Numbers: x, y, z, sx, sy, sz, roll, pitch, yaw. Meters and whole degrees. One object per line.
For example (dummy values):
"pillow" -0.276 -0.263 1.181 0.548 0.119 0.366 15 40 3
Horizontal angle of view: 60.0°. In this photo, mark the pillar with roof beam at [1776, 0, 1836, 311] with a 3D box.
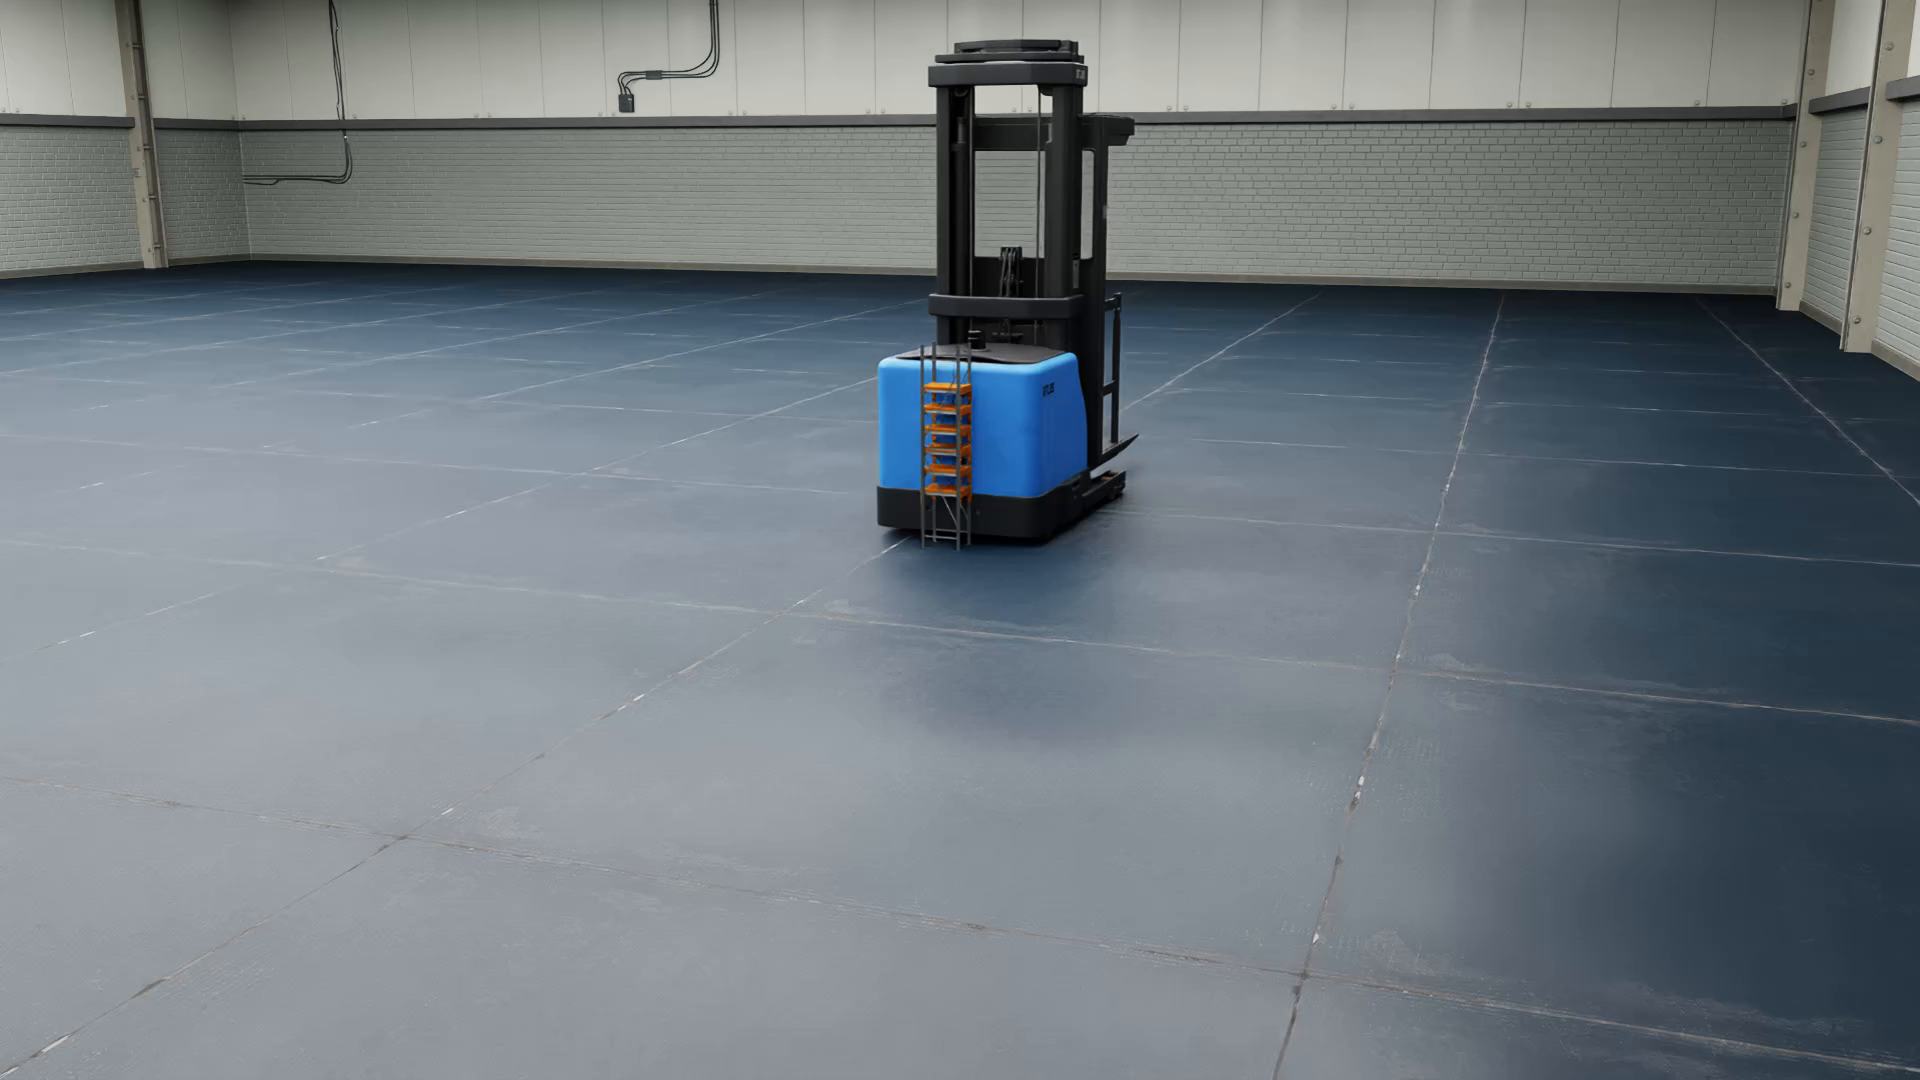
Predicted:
"pillar with roof beam" 8.614 -8.230 25.821 9.100 9.000 0.400 4 14 18

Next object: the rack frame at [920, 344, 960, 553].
"rack frame" -0.113 -0.521 9.576 0.240 1.200 0.006 5 14 20

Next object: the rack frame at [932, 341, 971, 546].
"rack frame" -0.049 -0.560 9.743 0.240 1.200 0.006 5 14 20

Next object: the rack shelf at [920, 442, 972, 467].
"rack shelf" -0.081 -0.497 9.670 0.258 0.103 0.180 5 14 20

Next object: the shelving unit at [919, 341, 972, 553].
"shelving unit" -0.081 -0.541 9.660 0.258 1.200 0.189 5 14 20

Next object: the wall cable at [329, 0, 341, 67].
"wall cable" -12.353 -11.466 35.631 3.097 2.526 0.112 4 14 18

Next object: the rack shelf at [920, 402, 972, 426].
"rack shelf" -0.081 -0.731 9.616 0.258 0.103 0.180 5 14 20

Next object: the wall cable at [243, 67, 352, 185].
"wall cable" -14.913 -9.199 37.046 3.097 2.526 0.112 4 14 18

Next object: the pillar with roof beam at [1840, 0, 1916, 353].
"pillar with roof beam" 6.673 -6.966 20.286 9.100 9.000 0.400 4 14 18

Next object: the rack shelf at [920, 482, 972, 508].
"rack shelf" -0.081 -0.263 9.723 0.258 0.103 0.180 5 14 20

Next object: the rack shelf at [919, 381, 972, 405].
"rack shelf" -0.081 -0.848 9.590 0.258 0.103 0.180 5 14 20

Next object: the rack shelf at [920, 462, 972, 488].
"rack shelf" -0.081 -0.380 9.696 0.258 0.103 0.180 5 14 20

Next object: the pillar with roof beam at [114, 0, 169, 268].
"pillar with roof beam" -13.044 -9.878 33.042 9.100 9.000 0.400 4 14 18

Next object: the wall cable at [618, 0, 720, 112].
"wall cable" -5.936 -11.684 33.313 2.305 6.003 0.169 4 14 18

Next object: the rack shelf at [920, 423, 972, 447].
"rack shelf" -0.081 -0.614 9.643 0.258 0.103 0.180 5 14 20

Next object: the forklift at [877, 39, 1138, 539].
"forklift" 0.490 -1.720 10.938 1.130 2.935 3.031 5 14 20
